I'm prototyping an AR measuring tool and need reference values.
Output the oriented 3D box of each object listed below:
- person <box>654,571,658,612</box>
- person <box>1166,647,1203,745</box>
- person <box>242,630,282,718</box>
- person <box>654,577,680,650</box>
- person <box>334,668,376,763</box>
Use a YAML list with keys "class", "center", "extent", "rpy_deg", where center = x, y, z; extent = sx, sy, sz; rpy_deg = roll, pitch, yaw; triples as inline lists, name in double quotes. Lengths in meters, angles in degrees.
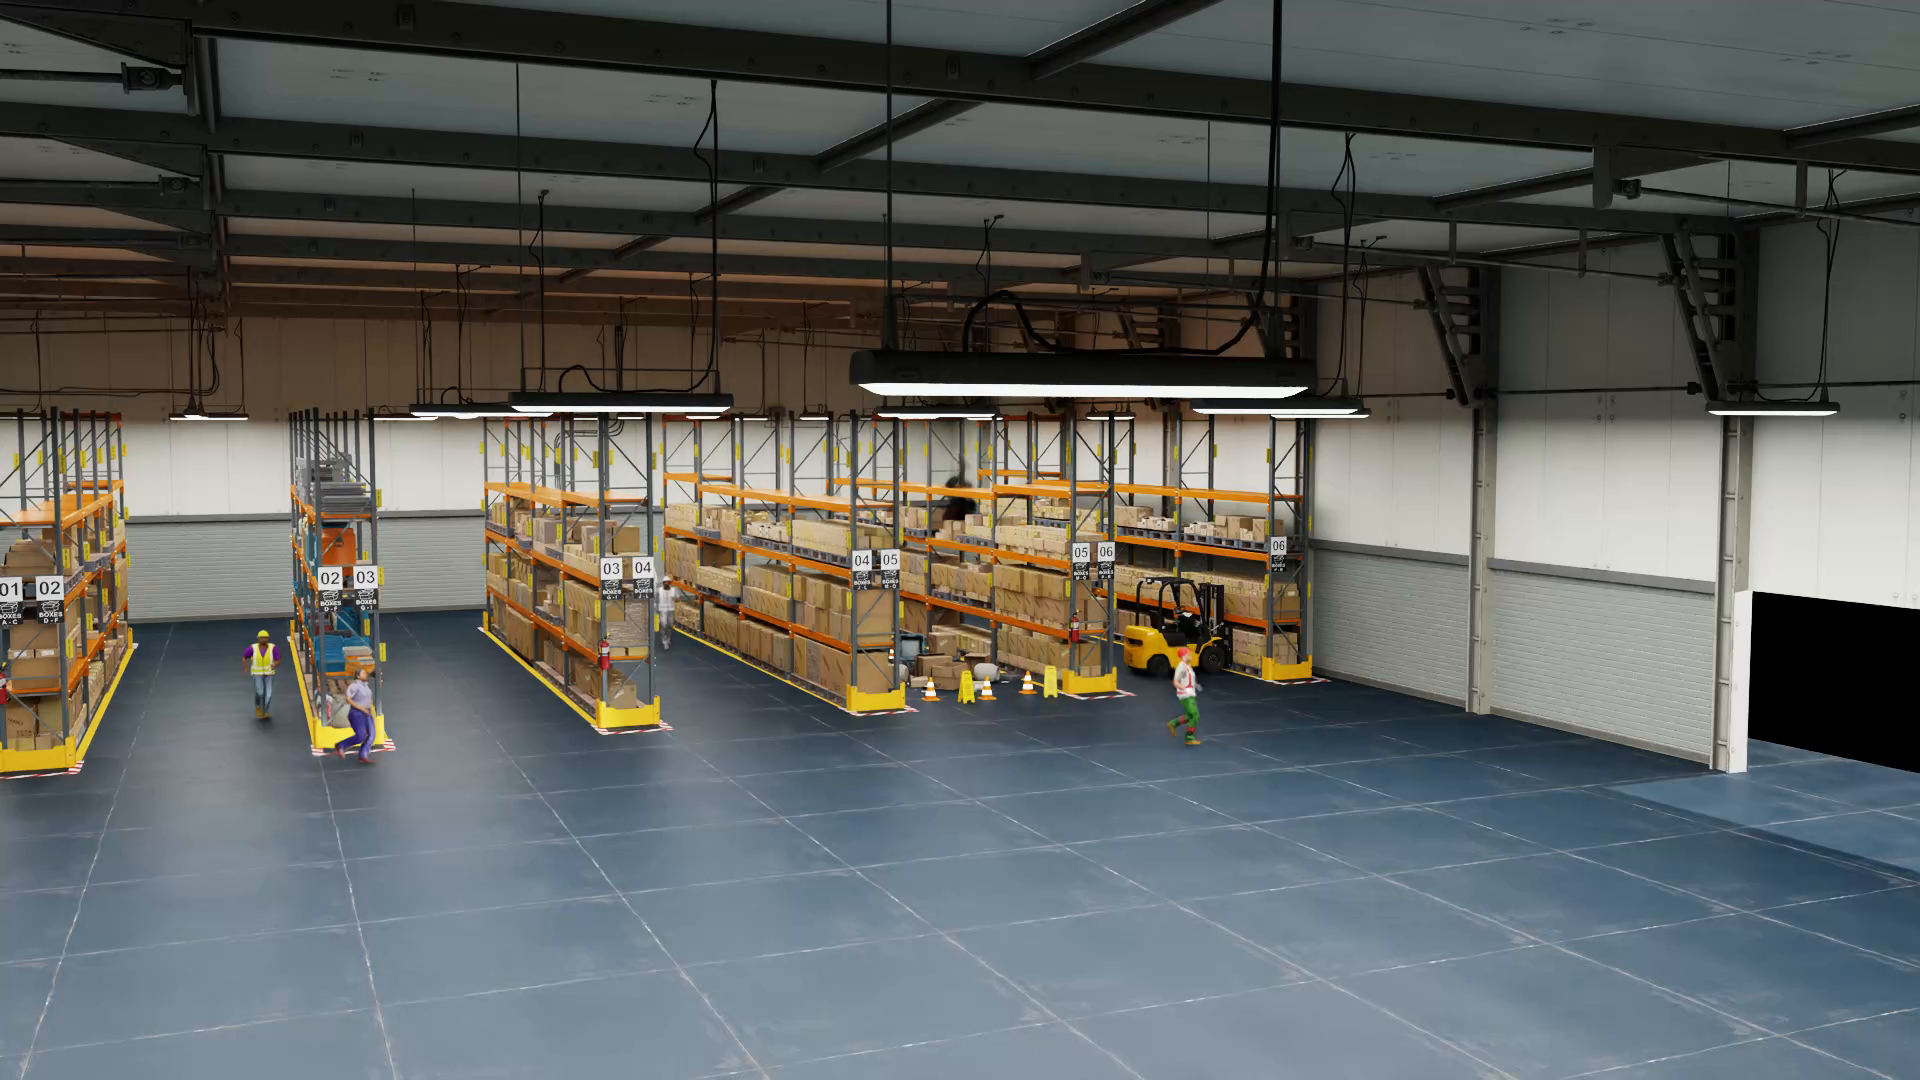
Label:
- class: "person"
  center: [-9.094, 1.444, 48.802]
  extent: [0.740, 1.723, 0.752]
  rpy_deg: [-3, 5, -37]
- class: "person"
  center: [3.990, 2.778, 29.630]
  extent: [0.673, 1.738, 0.657]
  rpy_deg: [1, 4, 20]
- class: "person"
  center: [-13.451, 2.596, 32.095]
  extent: [0.680, 1.716, 0.720]
  rpy_deg: [-2, 5, -30]
- class: "person"
  center: [-7.487, 1.842, 42.466]
  extent: [0.672, 1.826, 0.857]
  rpy_deg: [-2, 4, -23]
- class: "person"
  center: [-10.189, 2.973, 28.127]
  extent: [0.646, 1.591, 0.635]
  rpy_deg: [1, 4, 8]
